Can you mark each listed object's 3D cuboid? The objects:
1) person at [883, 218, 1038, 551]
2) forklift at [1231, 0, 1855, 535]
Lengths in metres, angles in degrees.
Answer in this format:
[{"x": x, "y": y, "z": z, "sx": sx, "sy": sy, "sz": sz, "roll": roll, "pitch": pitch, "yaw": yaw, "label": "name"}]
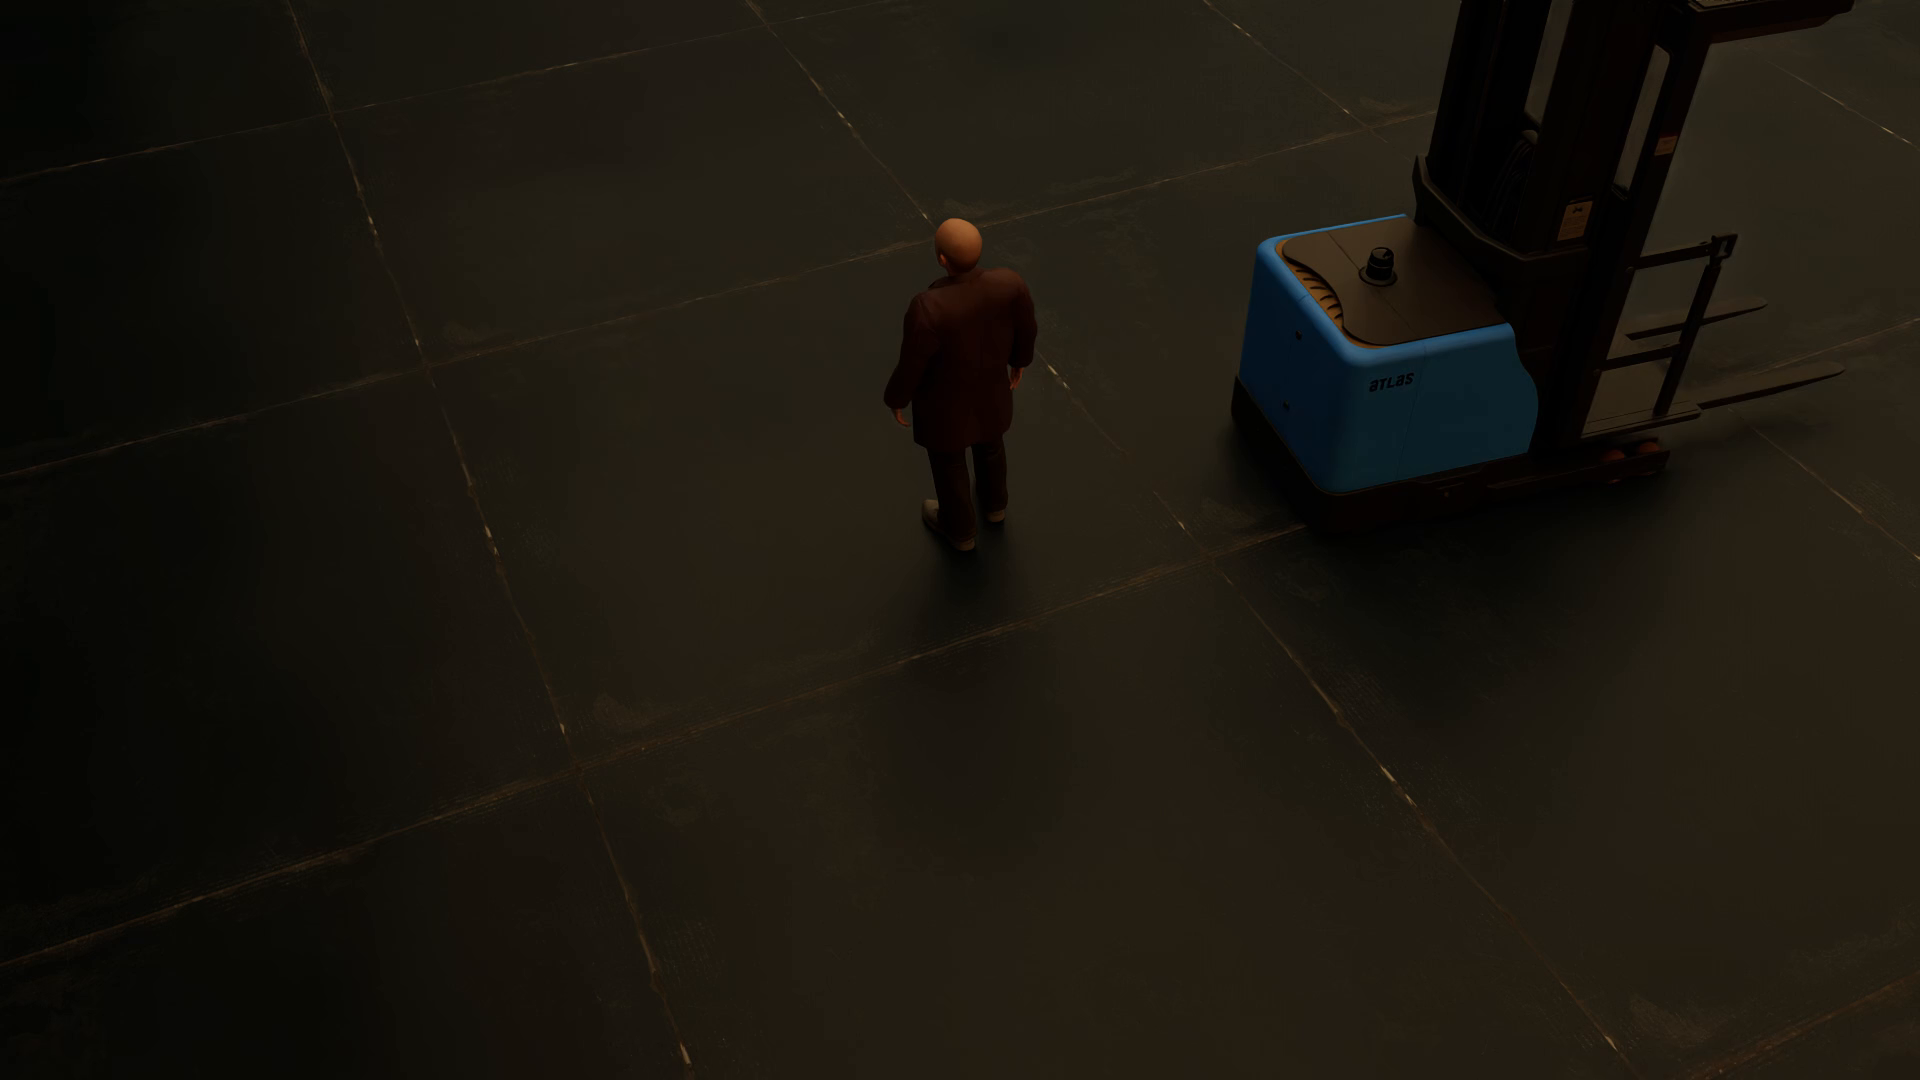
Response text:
[{"x": -0.035, "y": -0.713, "z": 7.279, "sx": 0.698, "sy": 1.777, "sz": 0.579, "roll": -18, "pitch": 46, "yaw": -18, "label": "person"}, {"x": 2.945, "y": -1.680, "z": 7.480, "sx": 3.031, "sy": 2.935, "sz": 1.130, "roll": -12, "pitch": 44, "yaw": -13, "label": "forklift"}]
